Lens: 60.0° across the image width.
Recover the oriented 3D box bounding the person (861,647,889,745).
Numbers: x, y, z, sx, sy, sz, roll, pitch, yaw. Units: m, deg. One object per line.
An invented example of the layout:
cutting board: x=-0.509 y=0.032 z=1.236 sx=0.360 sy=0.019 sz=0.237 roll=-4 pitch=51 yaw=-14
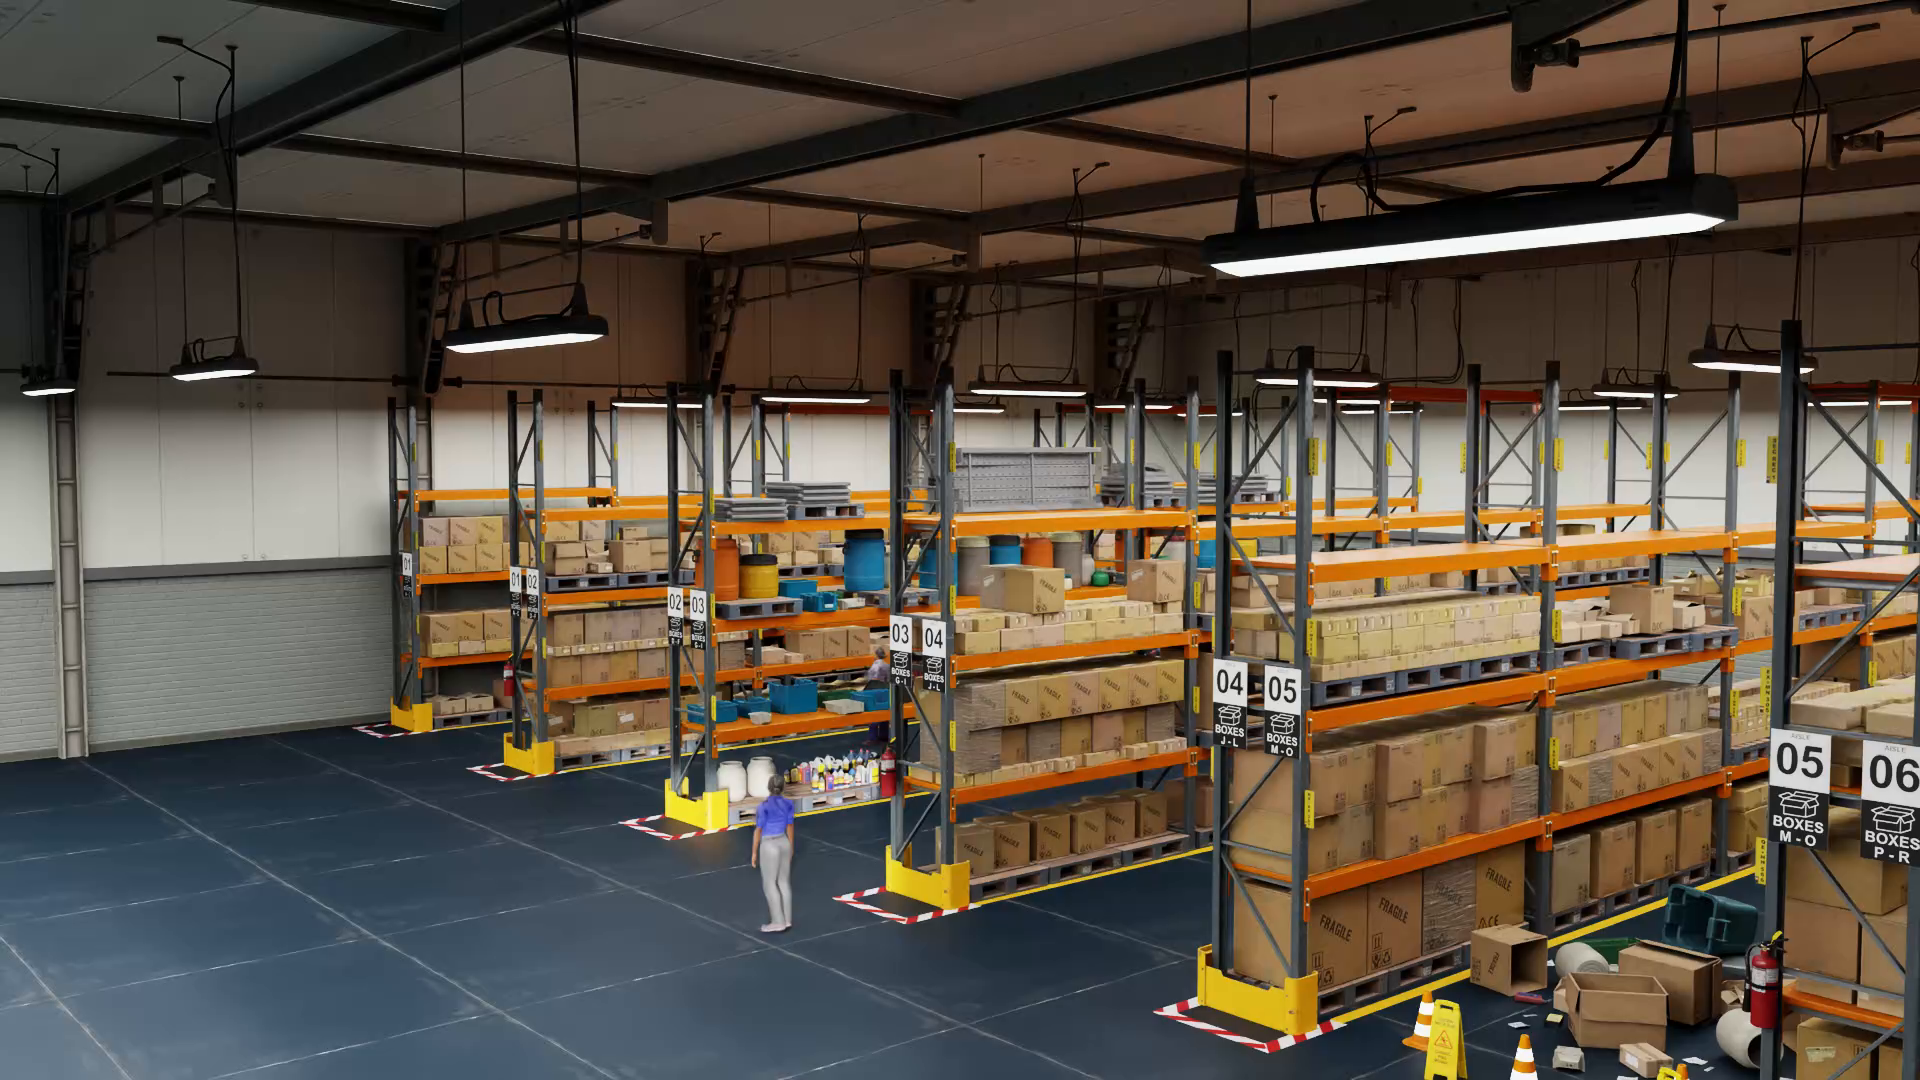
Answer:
person: x=-1.427 y=2.691 z=28.590 sx=0.391 sy=1.637 sz=0.521 roll=2 pitch=4 yaw=29

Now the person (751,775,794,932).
person: x=-1.947 y=3.310 z=17.659 sx=0.364 sy=1.669 sz=0.525 roll=2 pitch=4 yaw=32
